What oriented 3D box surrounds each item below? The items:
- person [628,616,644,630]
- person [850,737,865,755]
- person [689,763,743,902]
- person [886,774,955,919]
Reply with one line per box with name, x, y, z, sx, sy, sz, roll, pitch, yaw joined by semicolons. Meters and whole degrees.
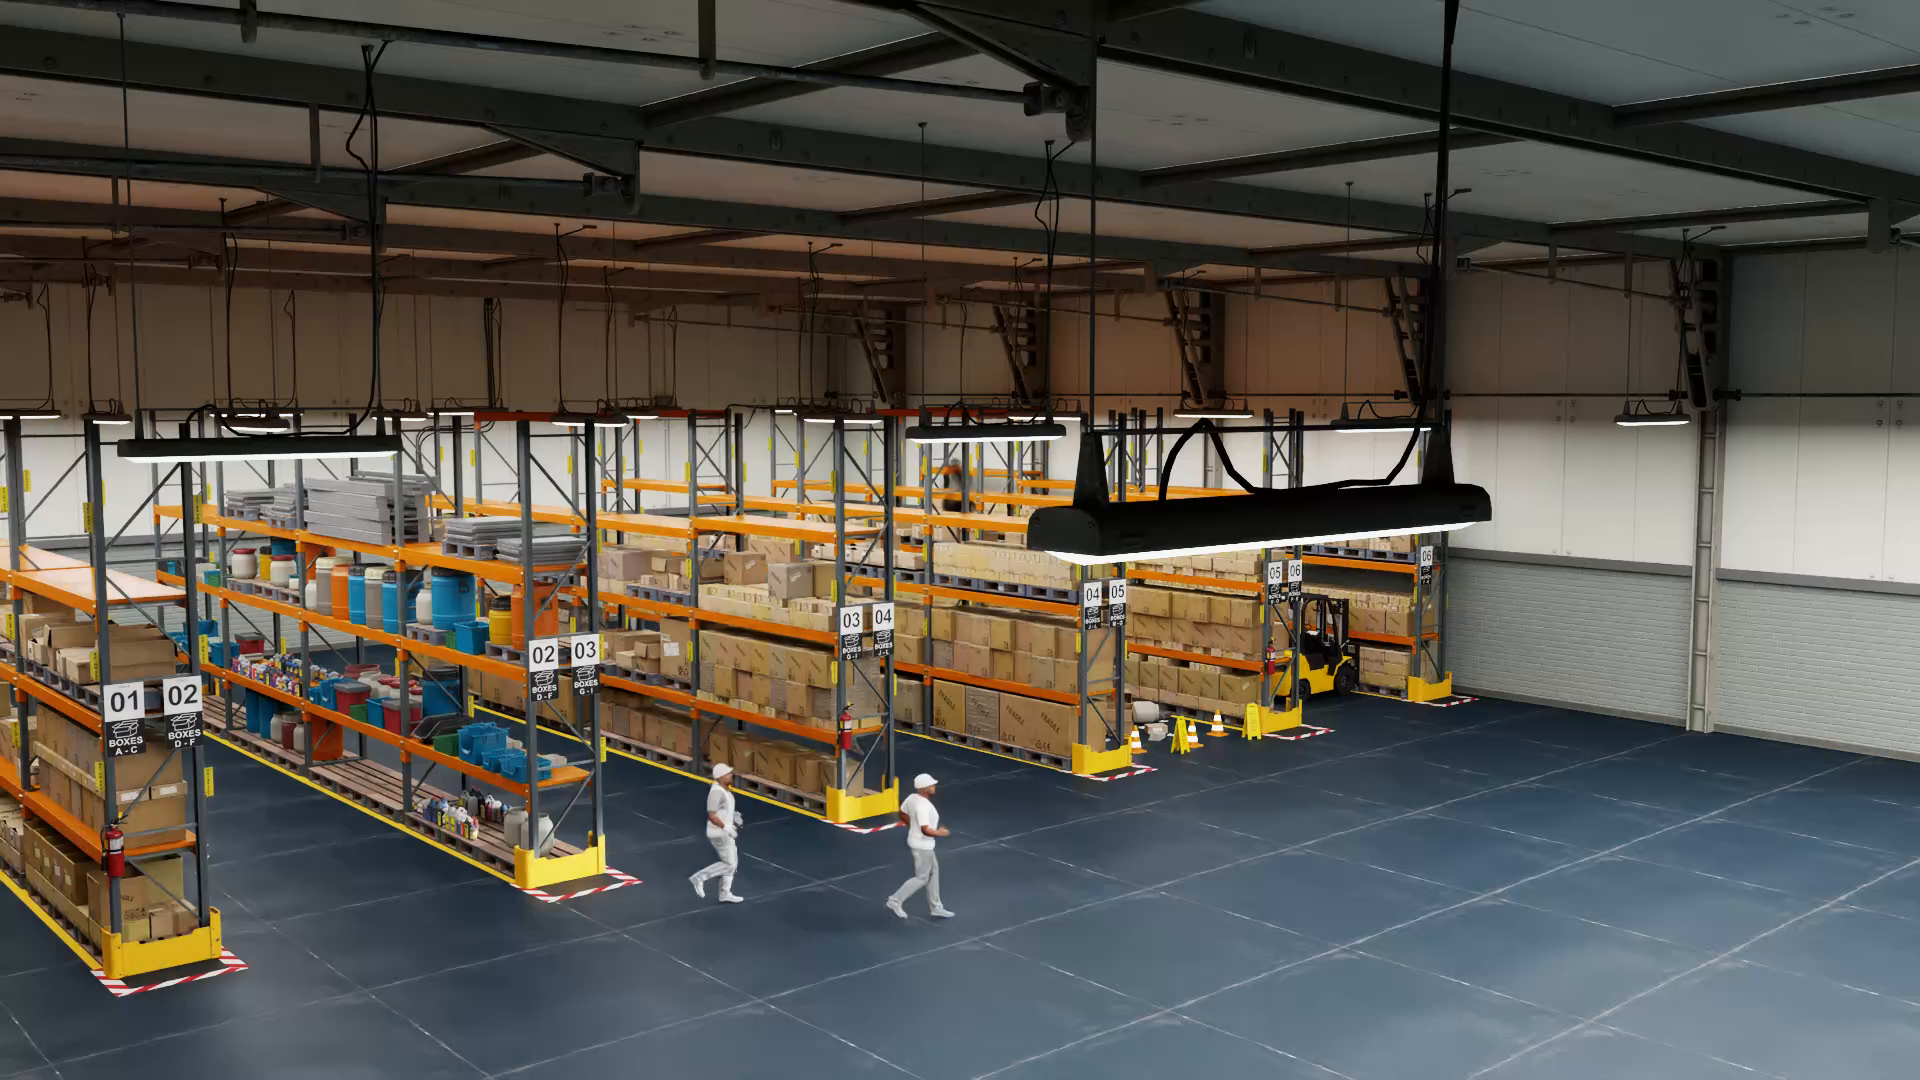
person;-8.321;1.770;42.387;0.572;1.665;0.917;2;6;26
person;-1.991;2.845;29.468;0.896;1.813;0.649;4;6;35
person;-3.036;3.648;20.725;0.657;1.757;0.678;0;5;-5
person;-0.477;3.692;19.989;0.866;1.778;0.724;-1;5;-12
